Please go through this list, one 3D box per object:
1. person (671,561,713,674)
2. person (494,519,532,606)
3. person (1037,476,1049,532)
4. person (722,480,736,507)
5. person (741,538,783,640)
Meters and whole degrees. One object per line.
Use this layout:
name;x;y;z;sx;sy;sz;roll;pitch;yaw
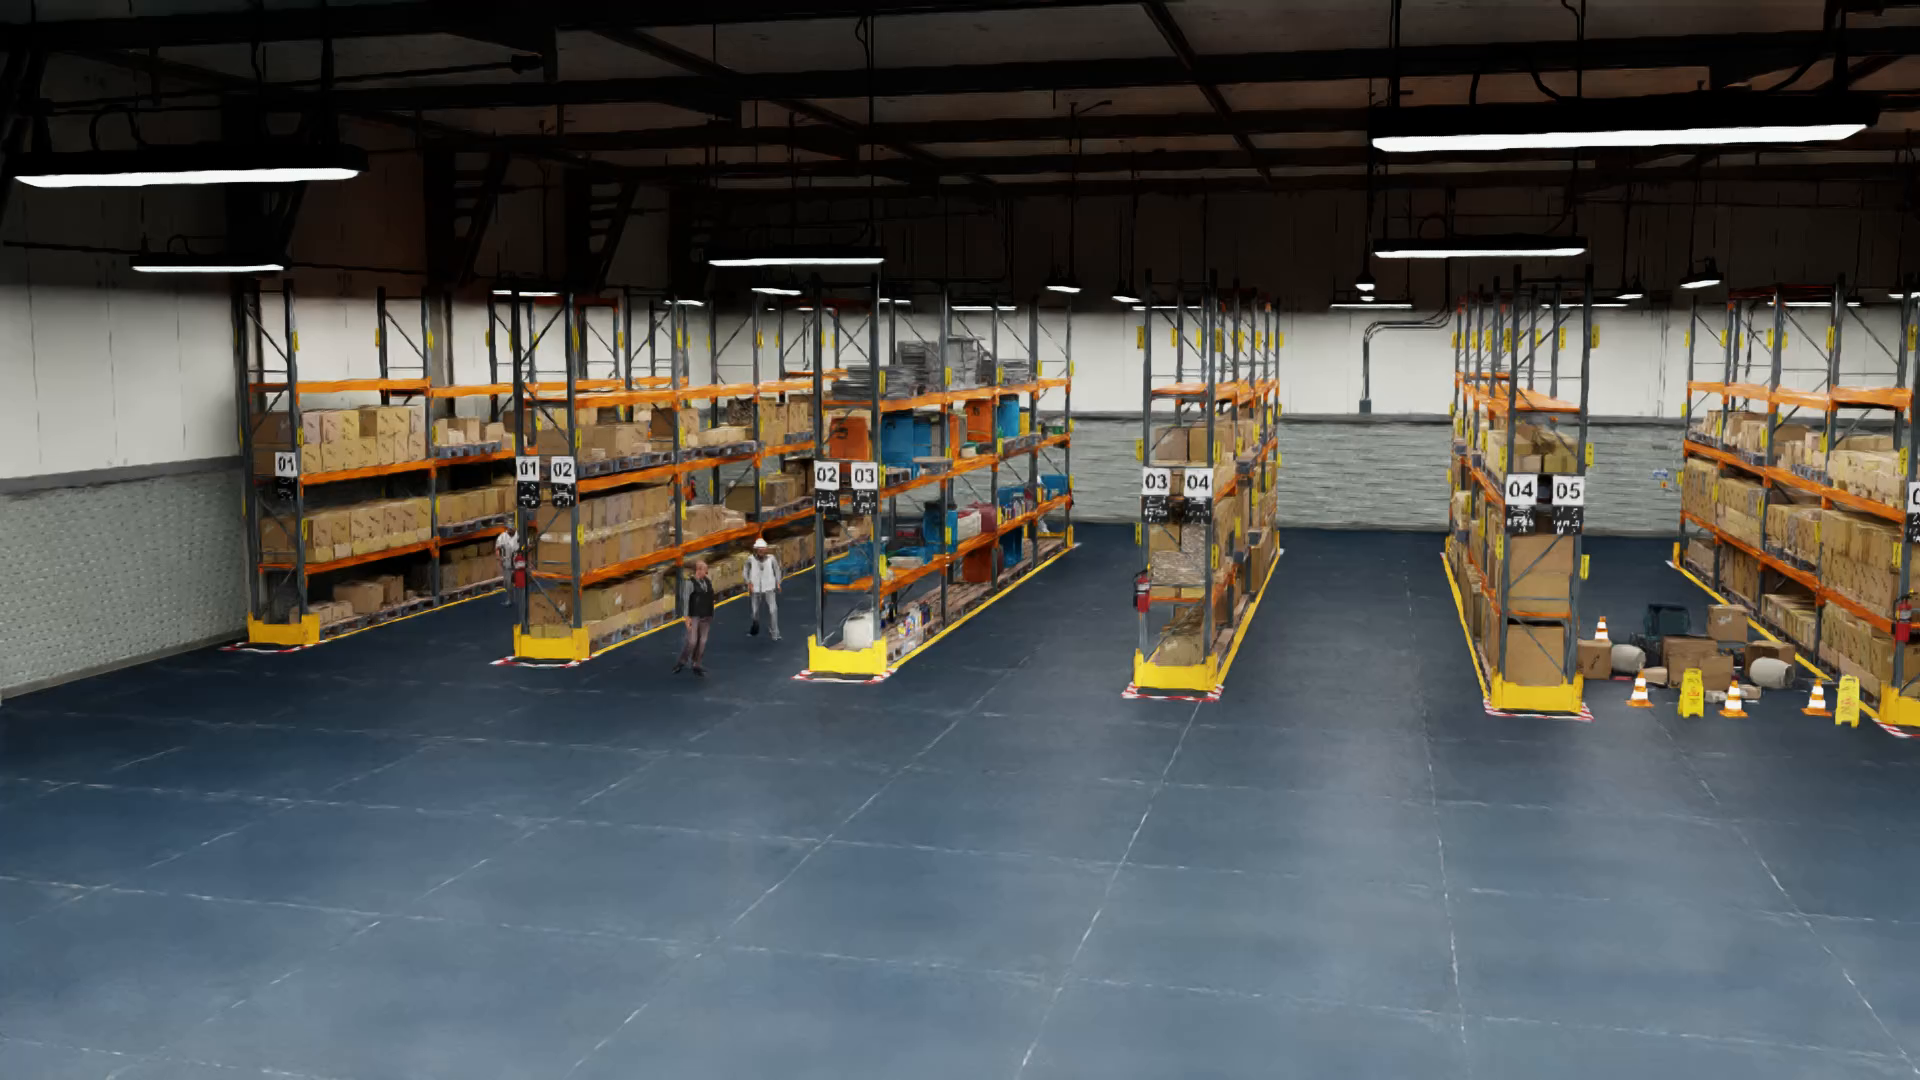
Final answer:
person;-3.976;1.162;24.898;0.443;1.713;0.695;7;10;44
person;-8.343;0.424;31.157;0.691;1.693;0.857;0;7;-2
person;1.980;-1.007;42.709;0.505;1.771;0.762;-2;7;-19
person;-5.216;-0.485;38.272;0.665;1.782;0.583;-7;9;-43
person;-3.315;0.804;27.935;0.682;1.712;0.844;0;7;-3
